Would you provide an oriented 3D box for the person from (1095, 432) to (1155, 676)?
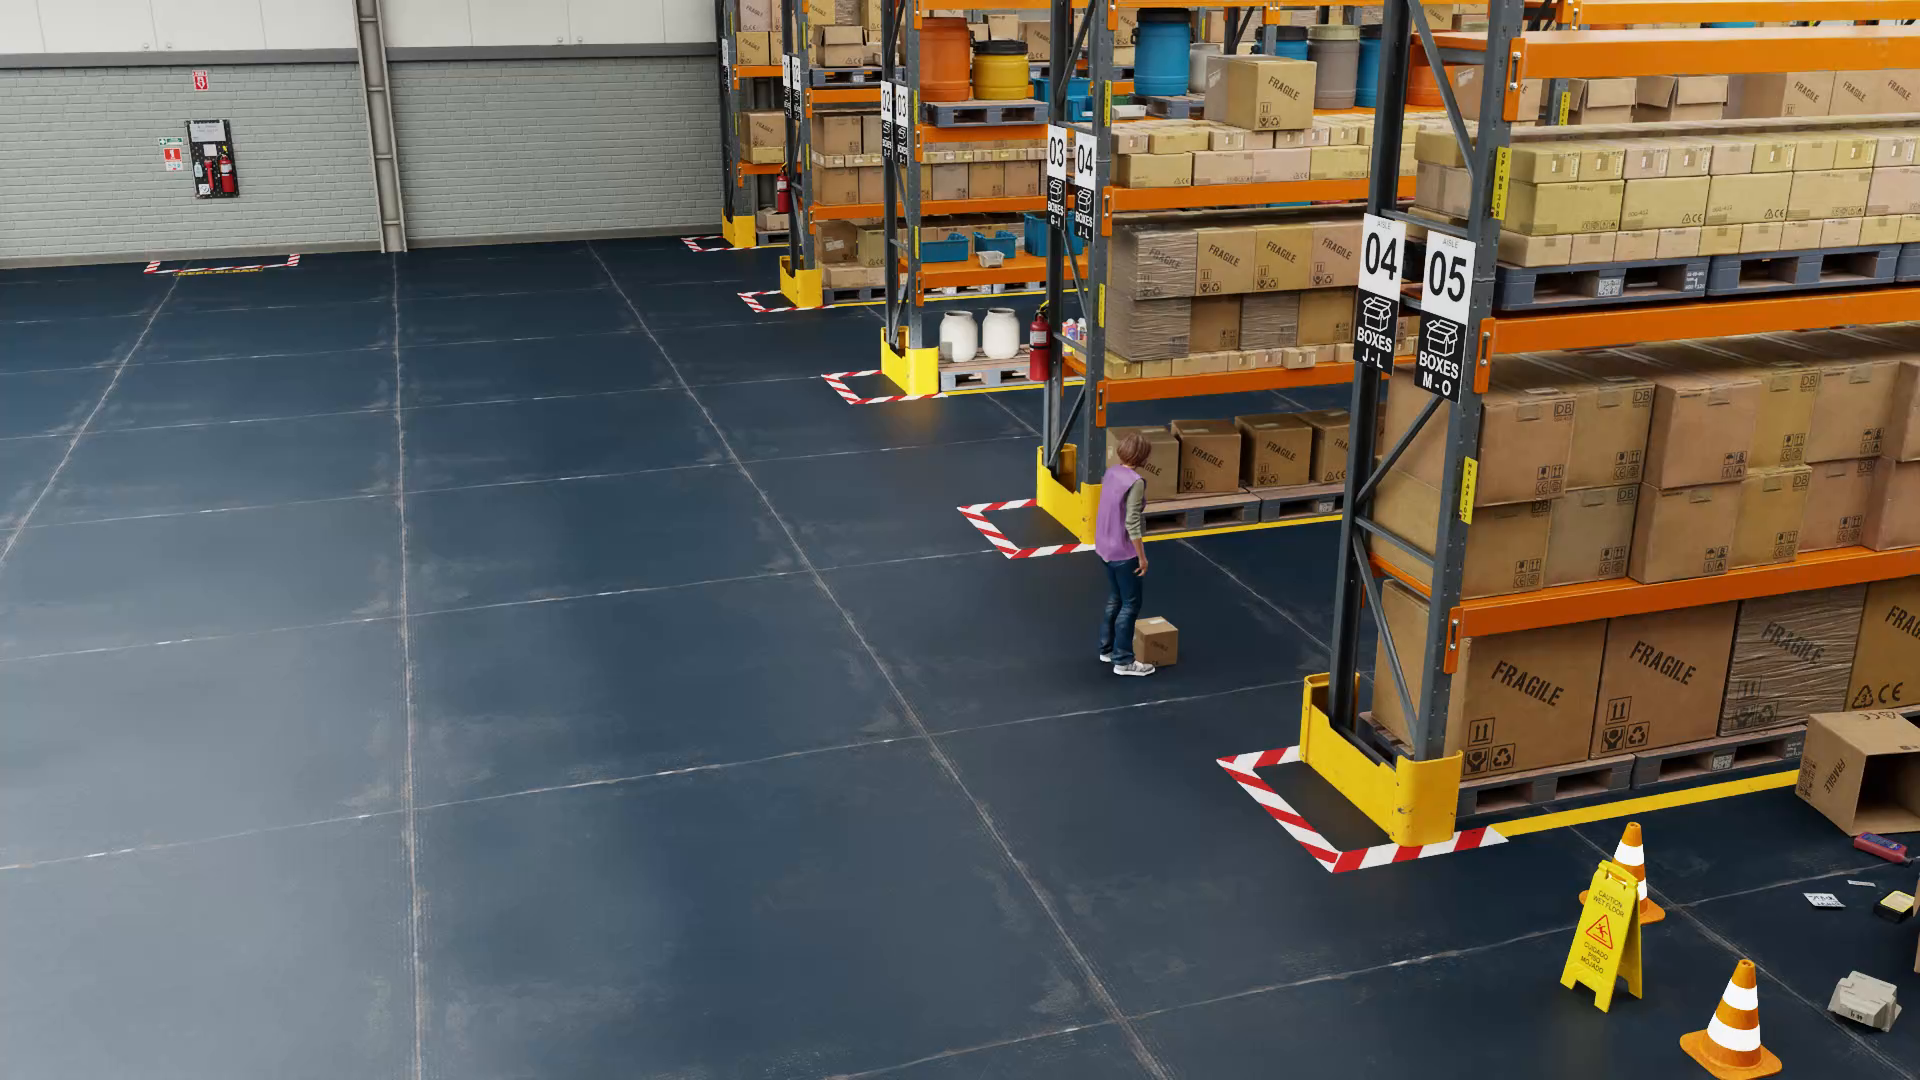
[{"bbox_3d":[1.070,0.081,10.856,0.346,1.593,0.477,-7,21,-19],"label":"person"}]
